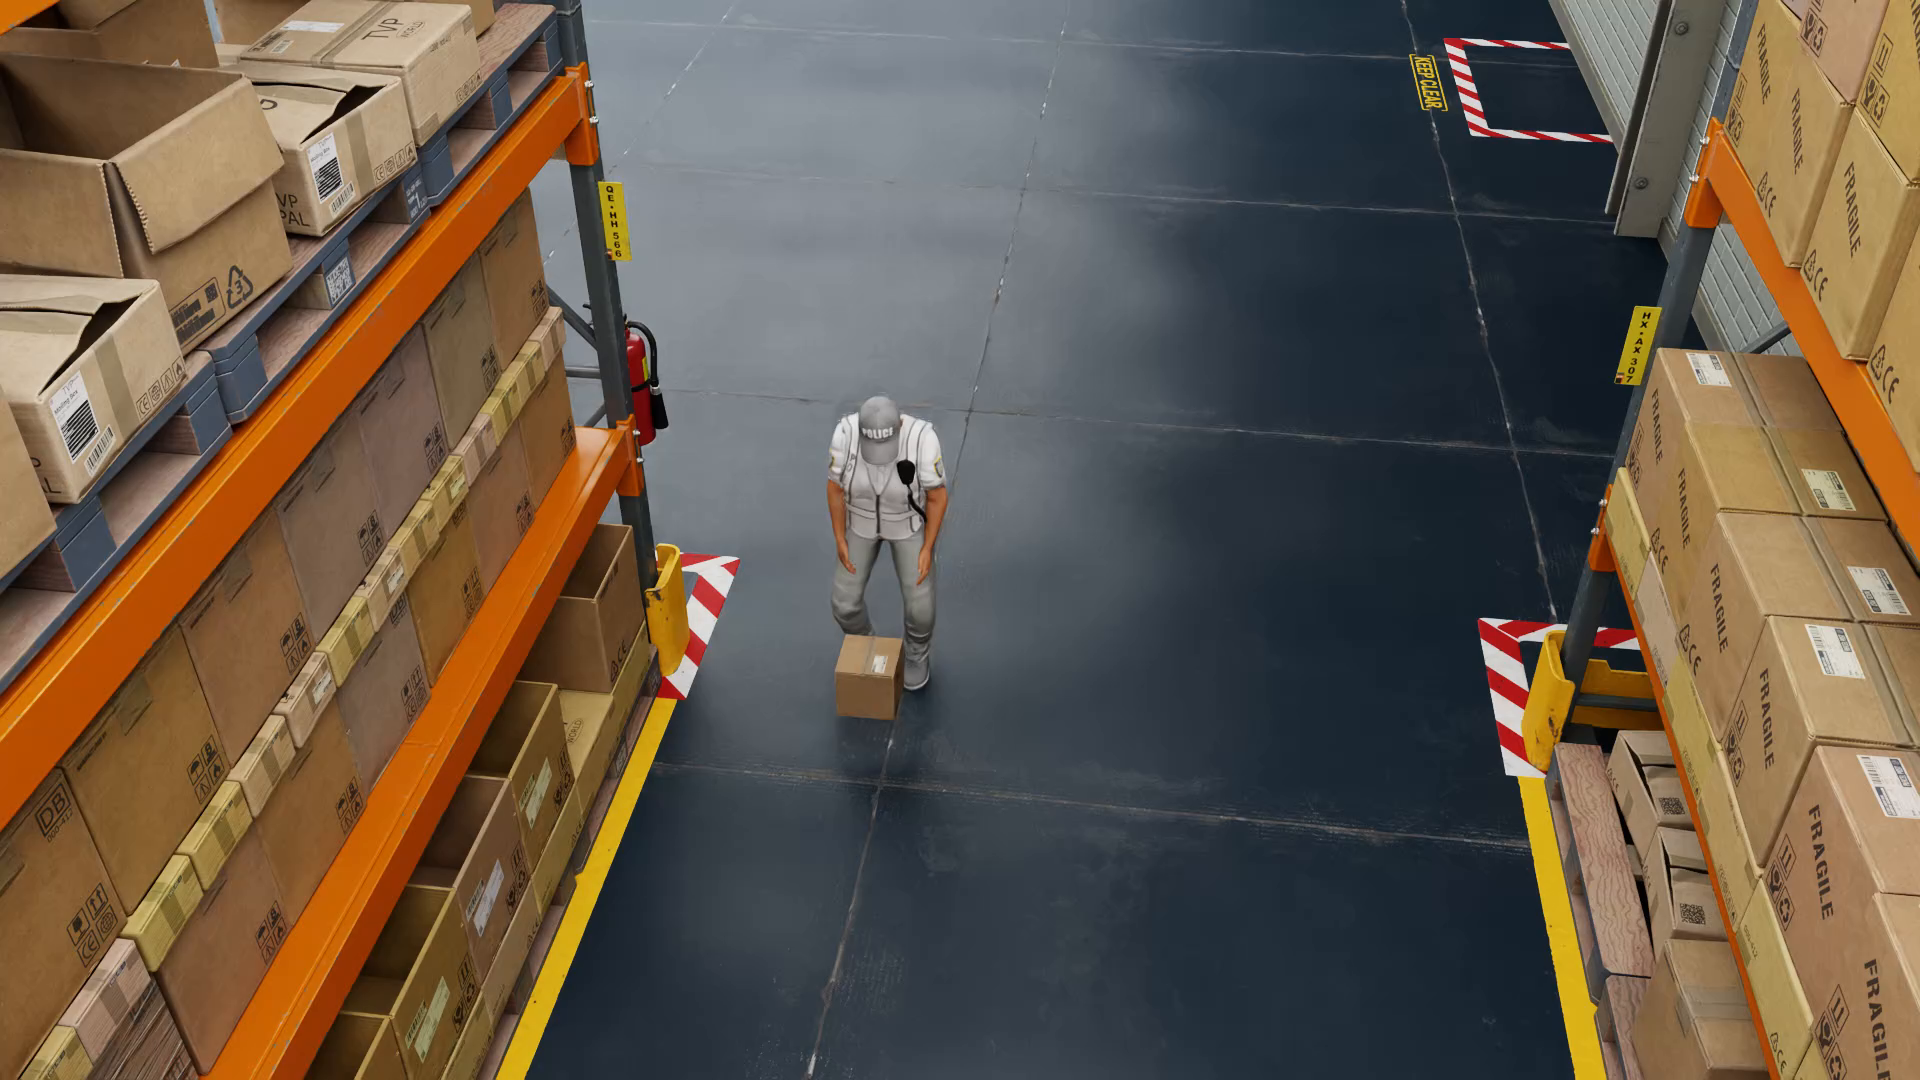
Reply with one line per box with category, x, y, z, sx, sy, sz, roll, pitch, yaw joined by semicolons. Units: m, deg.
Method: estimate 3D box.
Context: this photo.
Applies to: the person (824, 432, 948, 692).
person;-0.304;0.039;7.210;0.533;1.406;0.709;5;37;6
